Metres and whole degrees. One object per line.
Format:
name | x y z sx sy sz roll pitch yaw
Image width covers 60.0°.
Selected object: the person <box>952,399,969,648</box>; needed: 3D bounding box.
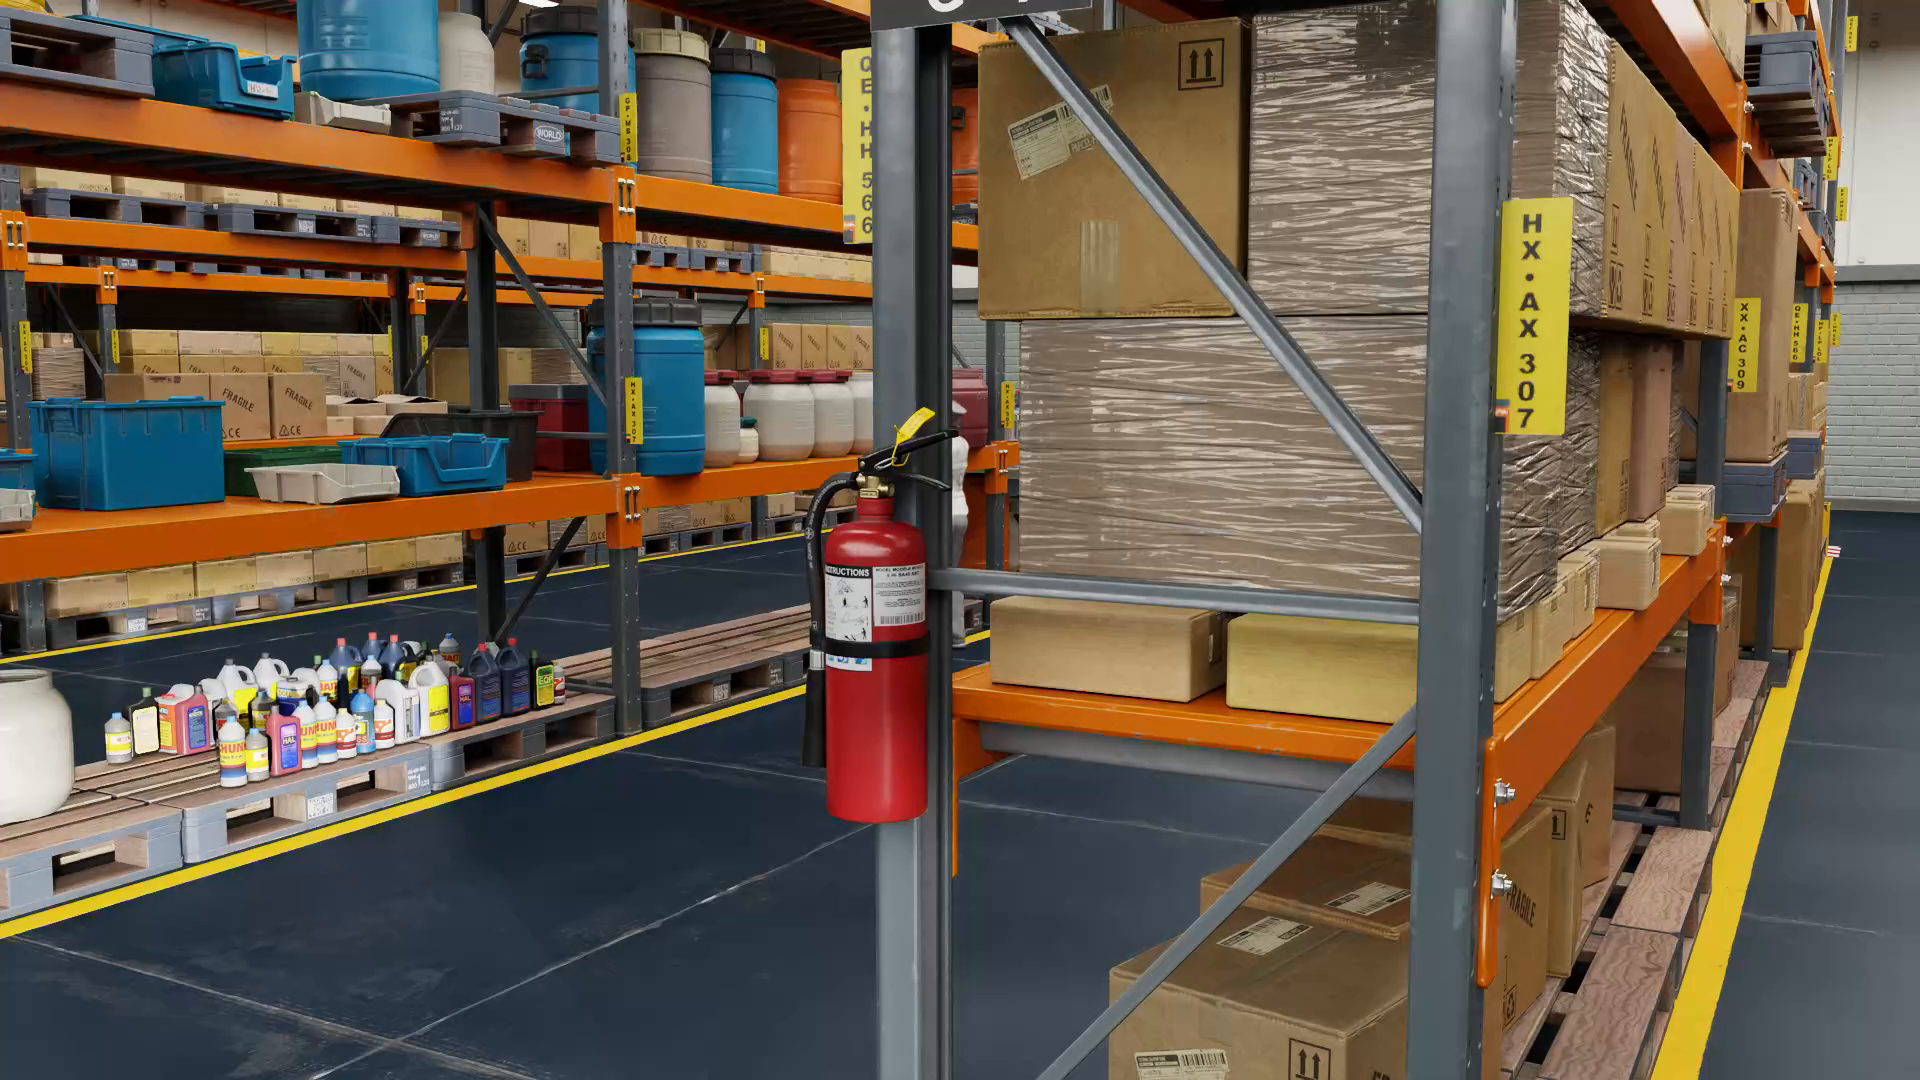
person | -0.196 -0.120 10.859 0.532 1.690 0.450 4 7 34
